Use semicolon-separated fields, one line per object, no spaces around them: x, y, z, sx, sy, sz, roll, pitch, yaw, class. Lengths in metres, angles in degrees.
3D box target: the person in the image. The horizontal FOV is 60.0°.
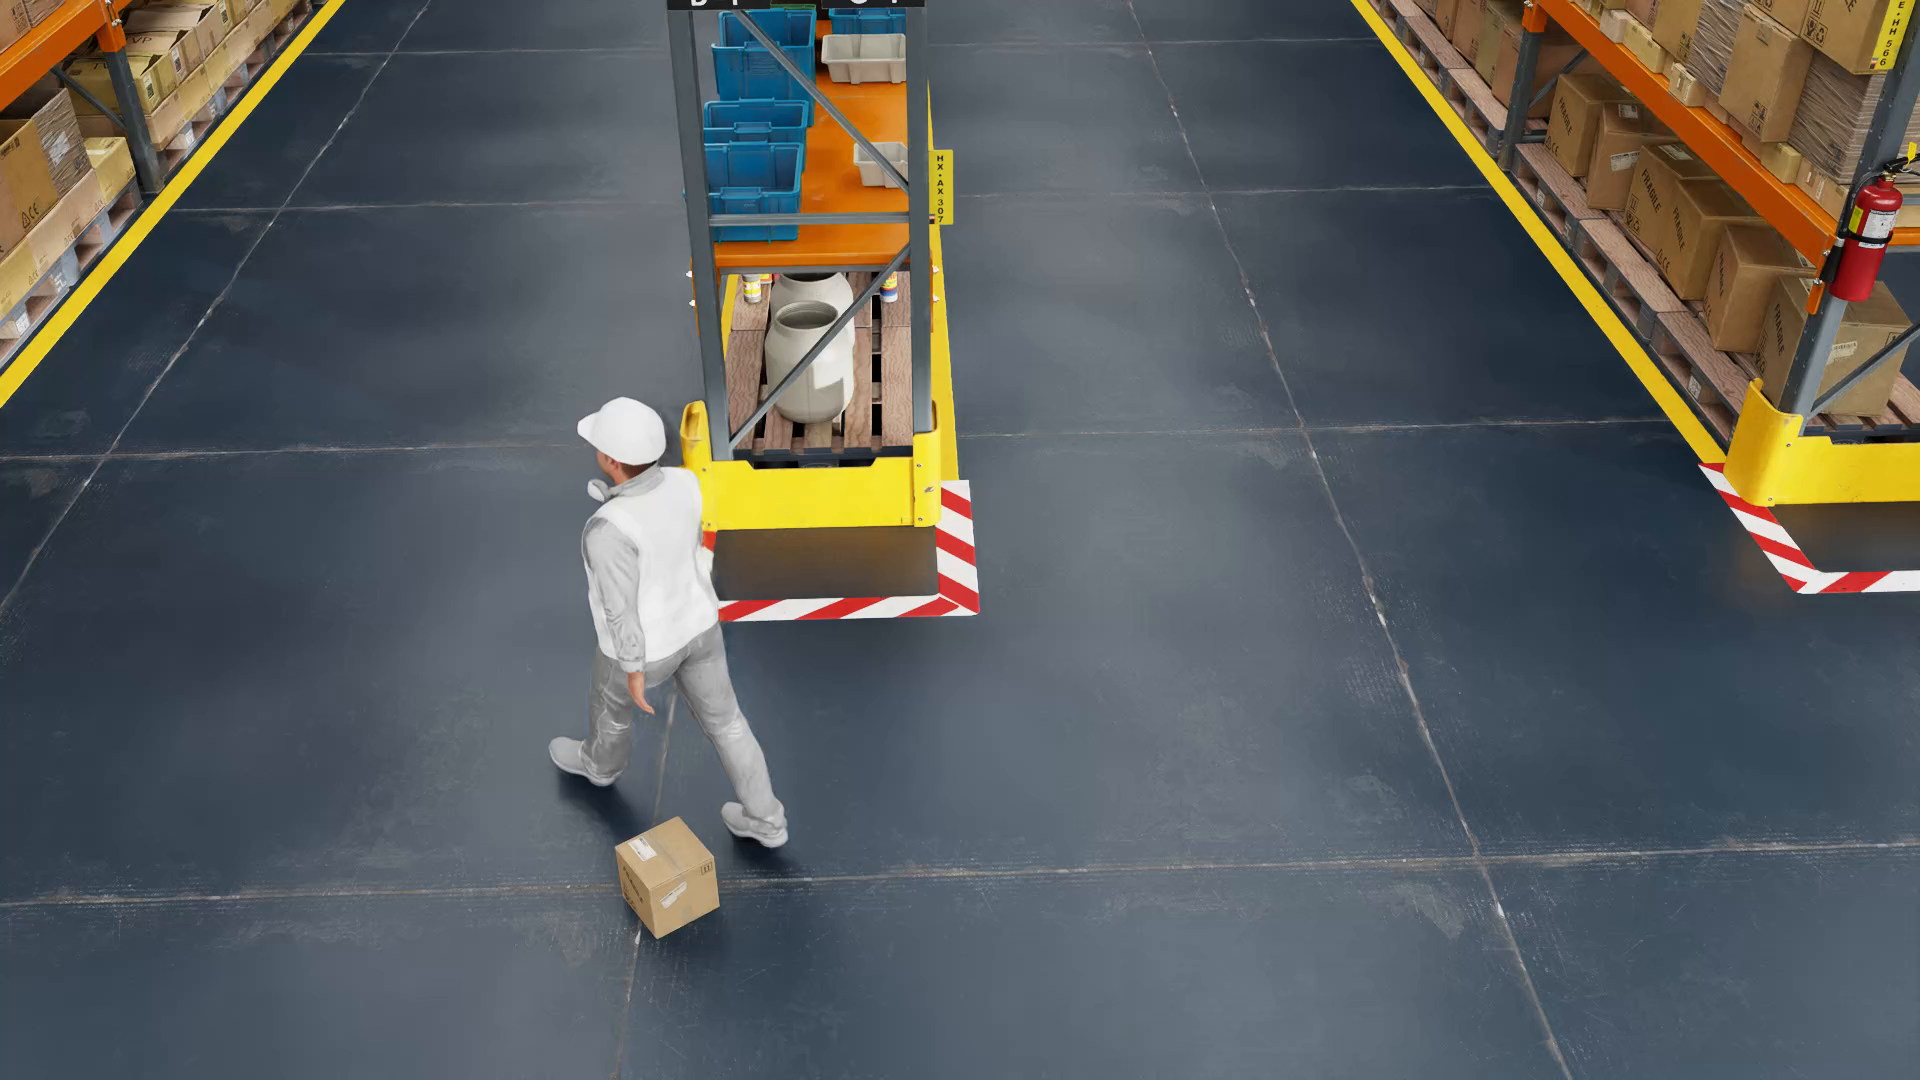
-1.065;0.270;5.747;1.067;1.717;0.536;25;42;31;person
